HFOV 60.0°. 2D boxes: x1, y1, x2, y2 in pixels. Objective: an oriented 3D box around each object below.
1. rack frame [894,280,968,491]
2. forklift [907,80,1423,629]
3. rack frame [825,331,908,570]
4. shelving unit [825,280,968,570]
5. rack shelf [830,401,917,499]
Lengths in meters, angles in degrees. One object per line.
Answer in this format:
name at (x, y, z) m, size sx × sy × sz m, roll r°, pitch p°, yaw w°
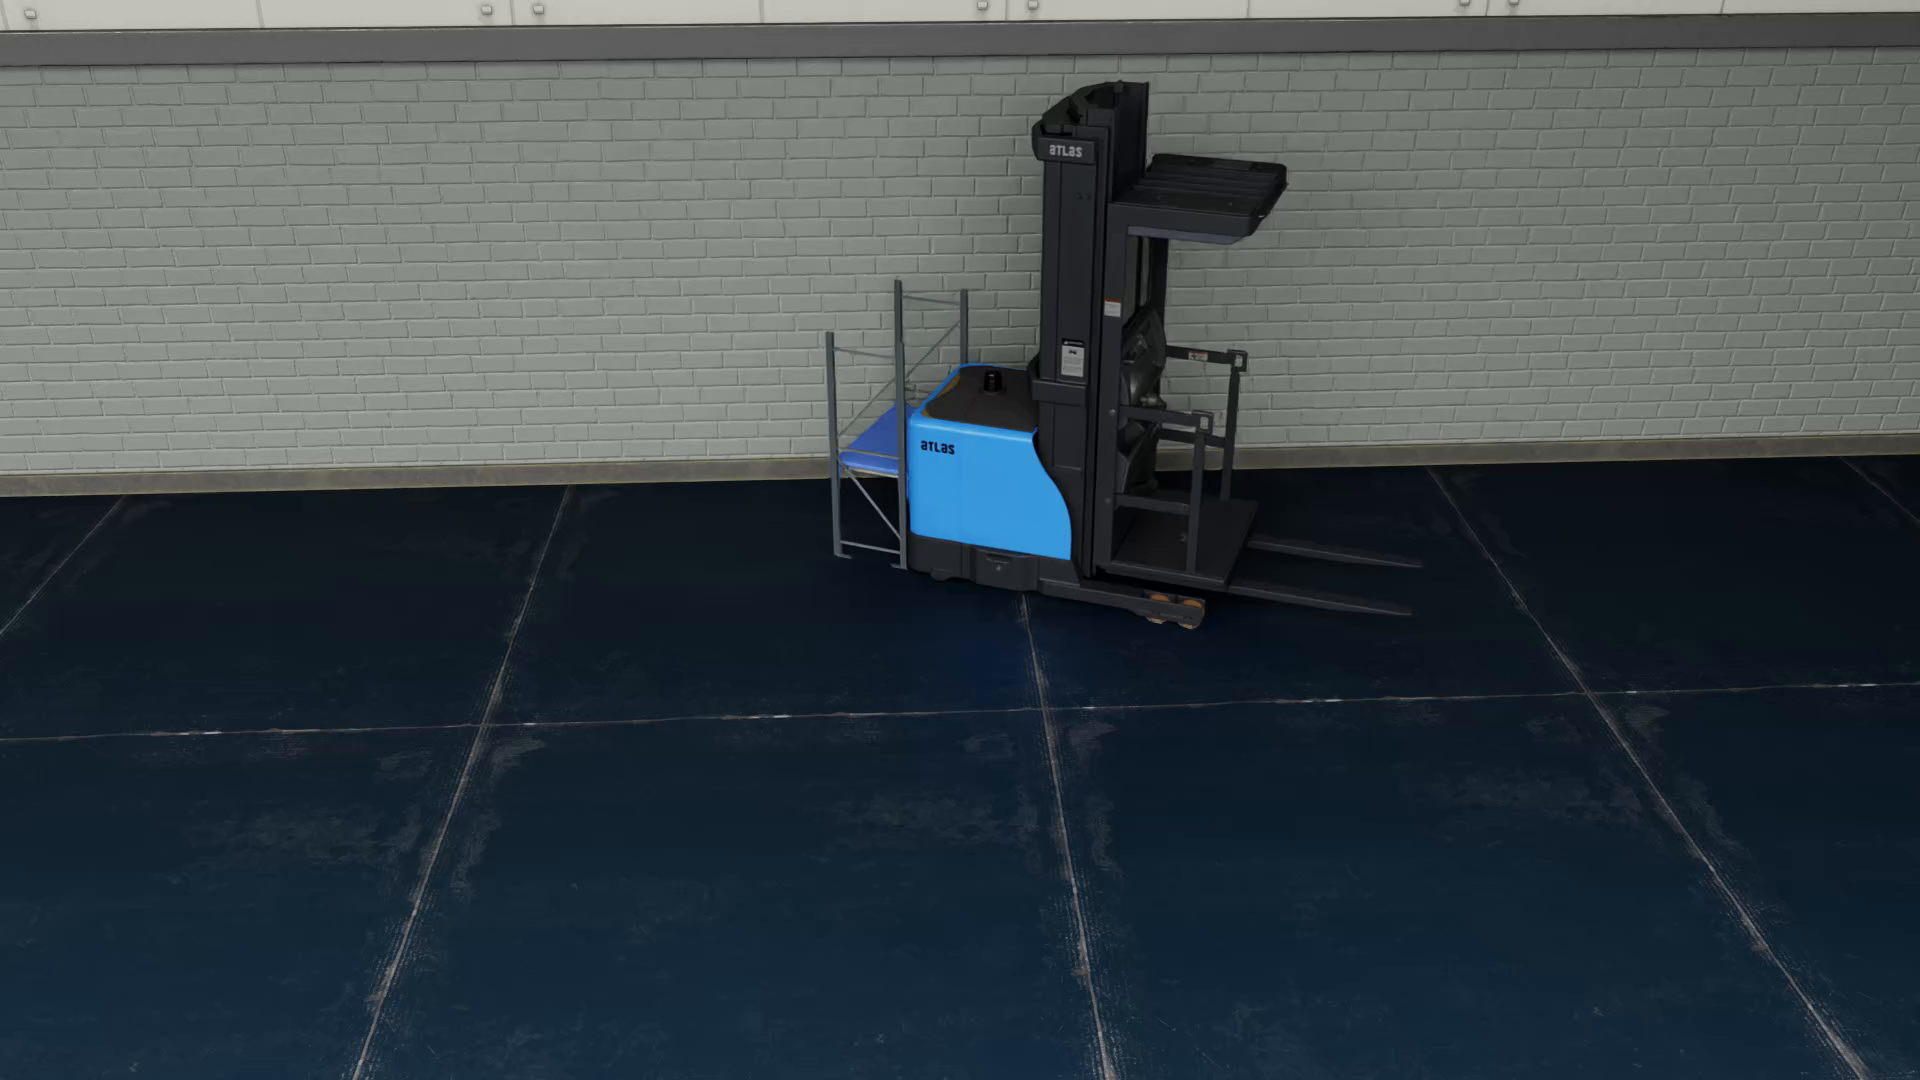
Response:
rack frame at (-0.188, -0.966, 10.980) m, size 0.500 × 1.500 × 0.032 m, roll 10°, pitch 29°, yaw 19°
forklift at (1.250, -1.057, 9.606) m, size 3.031 × 2.935 × 1.130 m, roll 9°, pitch 29°, yaw 17°
rack frame at (-0.562, -0.529, 10.142) m, size 0.500 × 1.500 × 0.032 m, roll 10°, pitch 29°, yaw 19°
shelving unit at (-0.375, -0.747, 10.561) m, size 0.538 × 1.500 × 1.048 m, roll 10°, pitch 29°, yaw 19°
rack shelf at (-0.375, -0.588, 10.644) m, size 0.538 × 0.185 × 1.000 m, roll 10°, pitch 29°, yaw 19°
